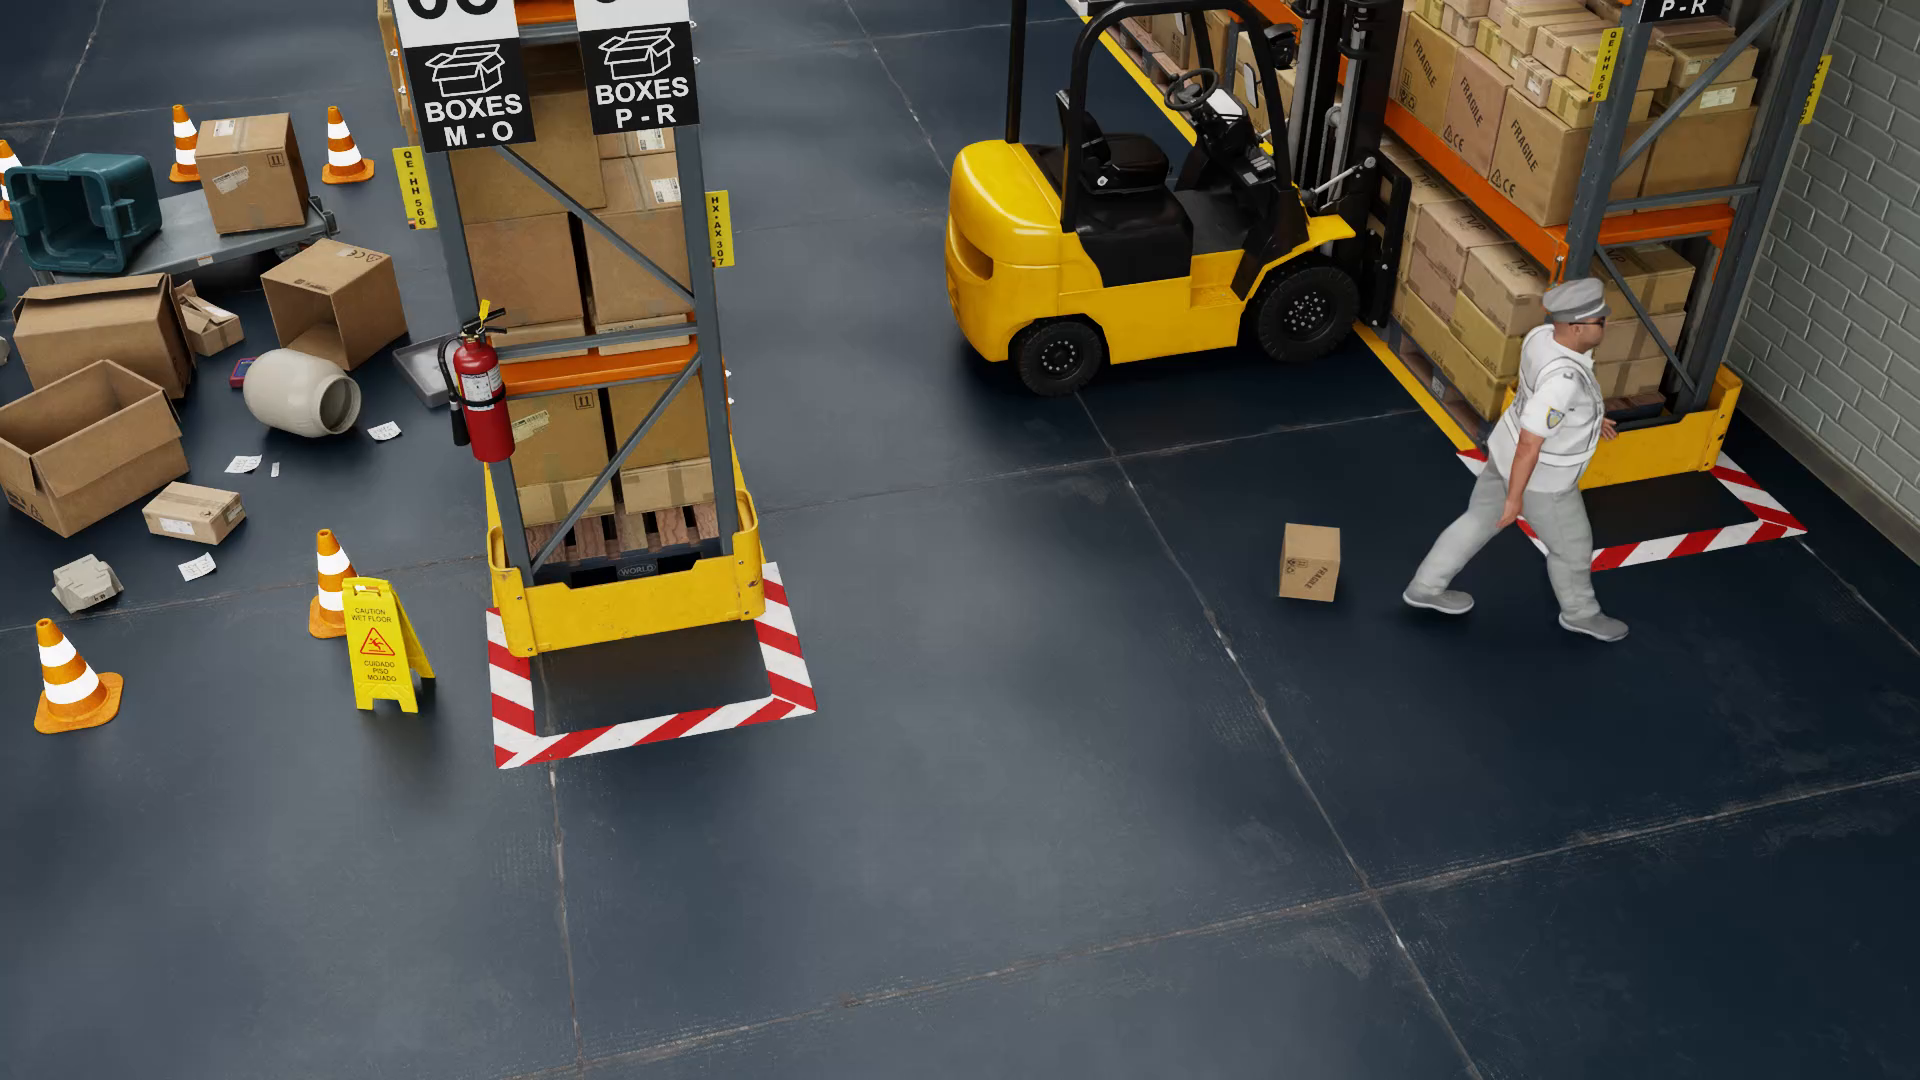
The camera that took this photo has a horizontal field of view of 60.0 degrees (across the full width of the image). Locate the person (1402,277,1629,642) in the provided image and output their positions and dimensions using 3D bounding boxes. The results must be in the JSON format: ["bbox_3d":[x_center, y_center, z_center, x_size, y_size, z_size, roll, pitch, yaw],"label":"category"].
[{"bbox_3d":[2.539,-0.325,7.131,1.003,1.757,0.585,-2,38,-2],"label":"person"}]
